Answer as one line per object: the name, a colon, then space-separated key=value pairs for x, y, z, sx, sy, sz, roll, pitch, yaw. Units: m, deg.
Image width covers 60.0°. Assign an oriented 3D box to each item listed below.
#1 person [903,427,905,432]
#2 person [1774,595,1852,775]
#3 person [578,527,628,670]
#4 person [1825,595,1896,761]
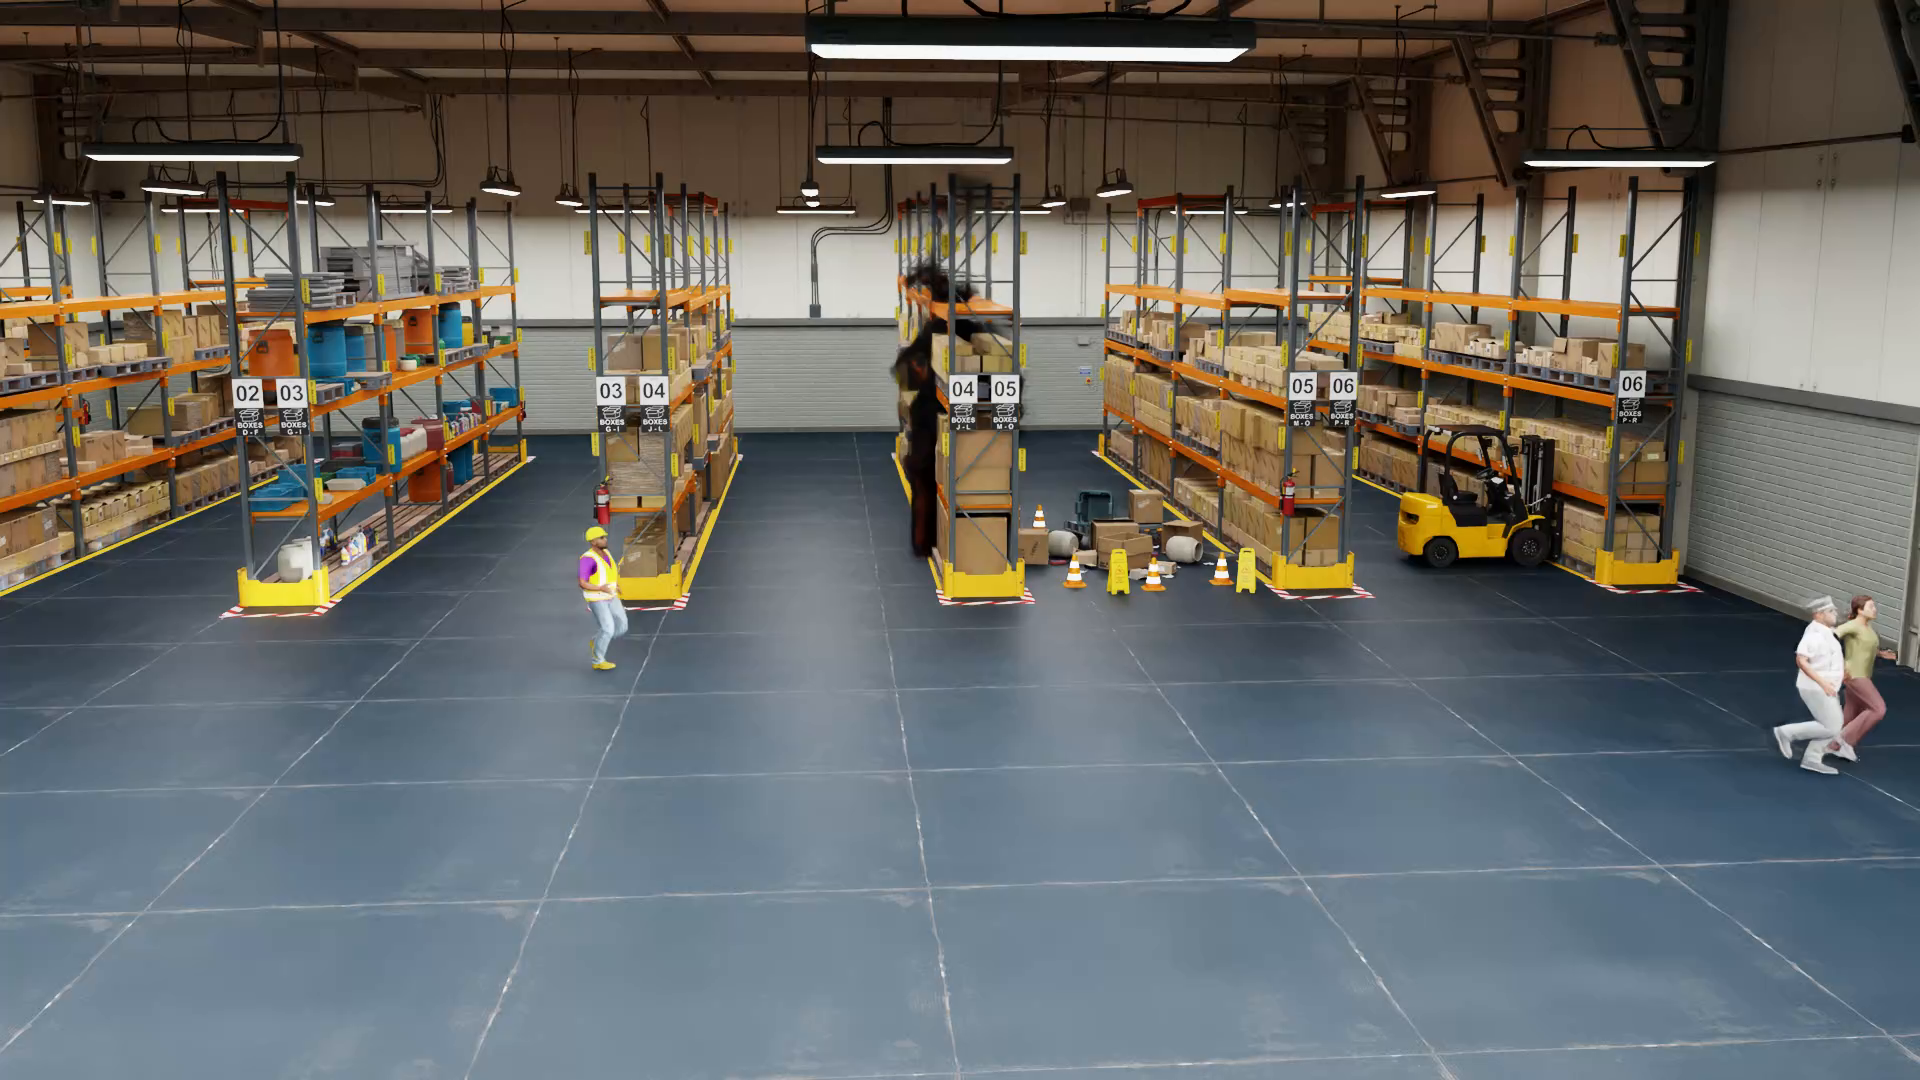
person: x=-1.190 y=-3.083 z=41.050 sx=0.748 sy=1.788 sz=0.723 roll=1 pitch=10 yaw=8
person: x=8.198 y=1.381 z=15.951 sx=0.602 sy=1.731 sz=0.664 roll=7 pitch=12 yaw=33
person: x=-4.233 y=0.691 z=19.804 sx=0.589 sy=1.720 sz=0.692 roll=4 pitch=11 yaw=21
person: x=8.792 y=1.345 z=16.249 sx=0.599 sy=1.639 sz=0.565 roll=10 pitch=14 yaw=44
